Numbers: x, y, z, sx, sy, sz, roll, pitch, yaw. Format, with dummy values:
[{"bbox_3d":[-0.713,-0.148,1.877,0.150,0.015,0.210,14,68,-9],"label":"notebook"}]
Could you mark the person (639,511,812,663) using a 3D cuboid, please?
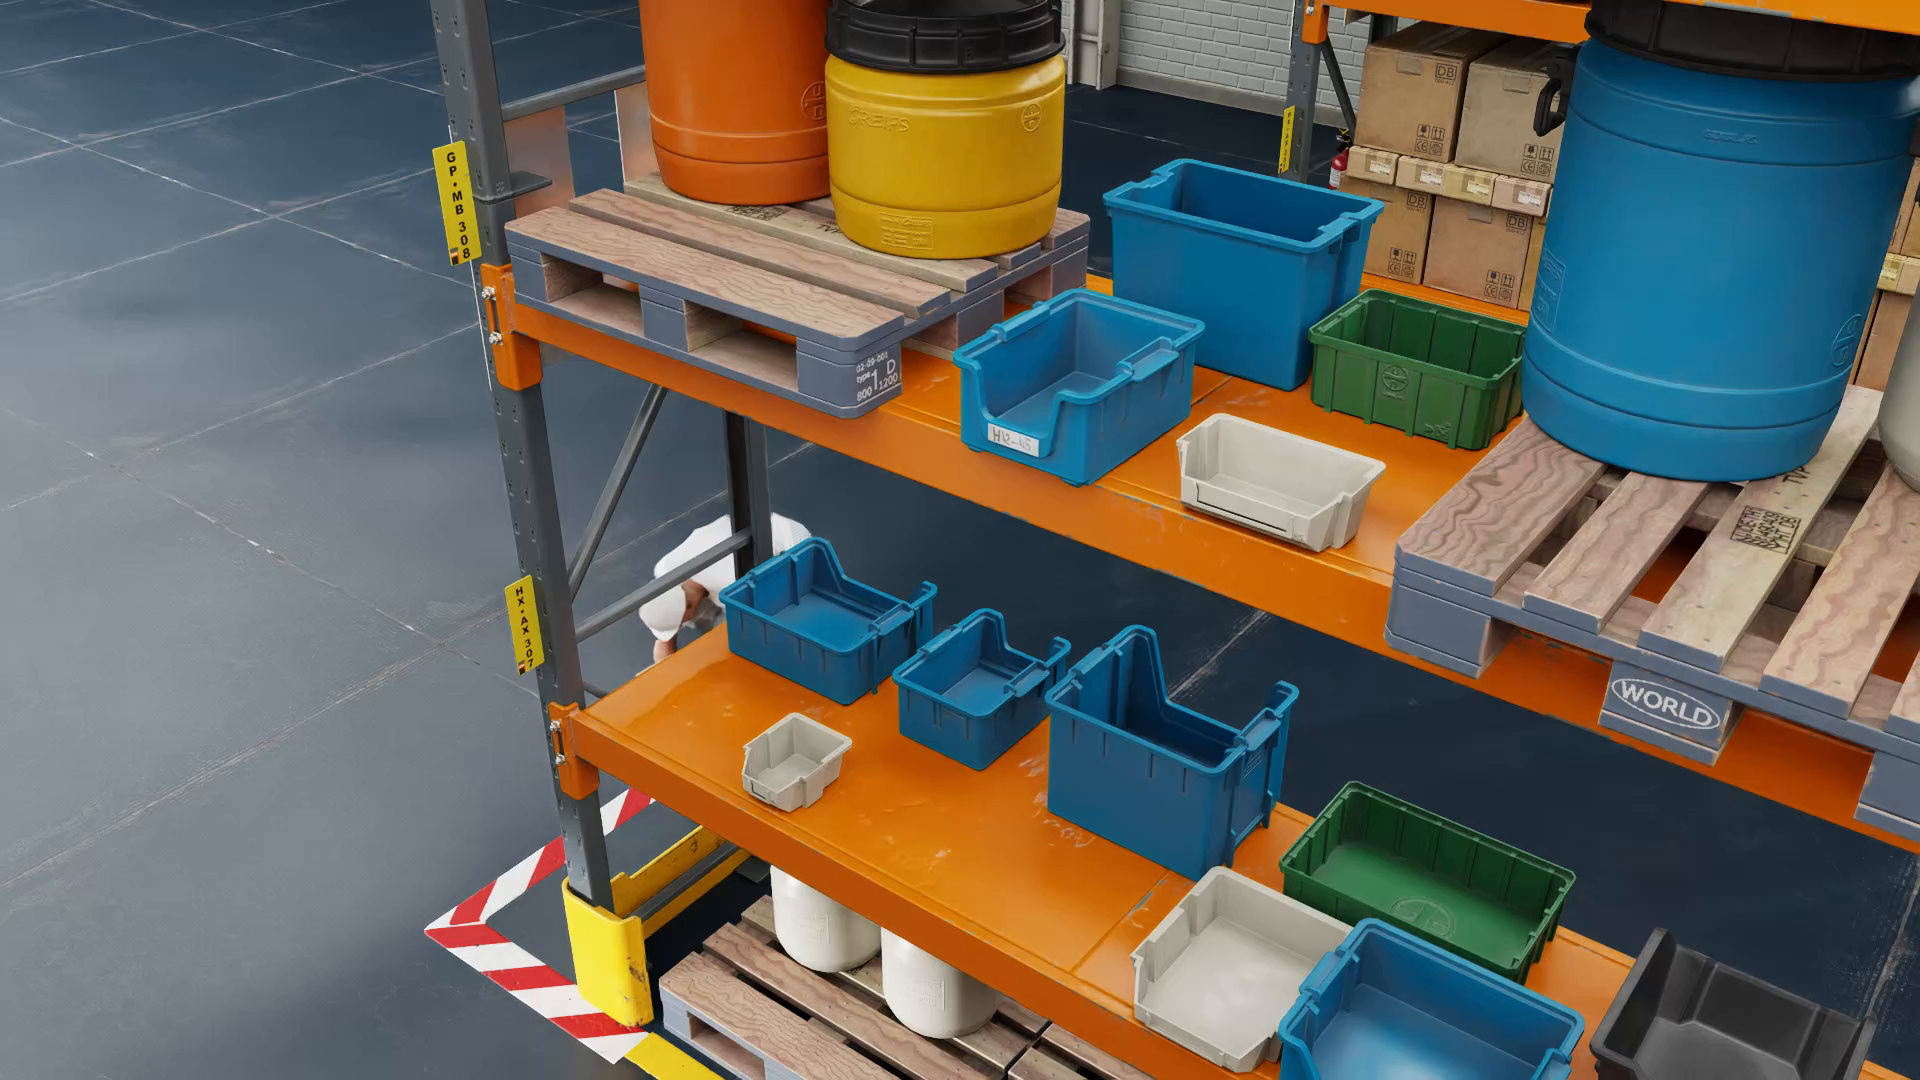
[{"bbox_3d":[-1.050,0.336,7.523,0.550,0.830,0.989,22,37,32],"label":"person"}]
